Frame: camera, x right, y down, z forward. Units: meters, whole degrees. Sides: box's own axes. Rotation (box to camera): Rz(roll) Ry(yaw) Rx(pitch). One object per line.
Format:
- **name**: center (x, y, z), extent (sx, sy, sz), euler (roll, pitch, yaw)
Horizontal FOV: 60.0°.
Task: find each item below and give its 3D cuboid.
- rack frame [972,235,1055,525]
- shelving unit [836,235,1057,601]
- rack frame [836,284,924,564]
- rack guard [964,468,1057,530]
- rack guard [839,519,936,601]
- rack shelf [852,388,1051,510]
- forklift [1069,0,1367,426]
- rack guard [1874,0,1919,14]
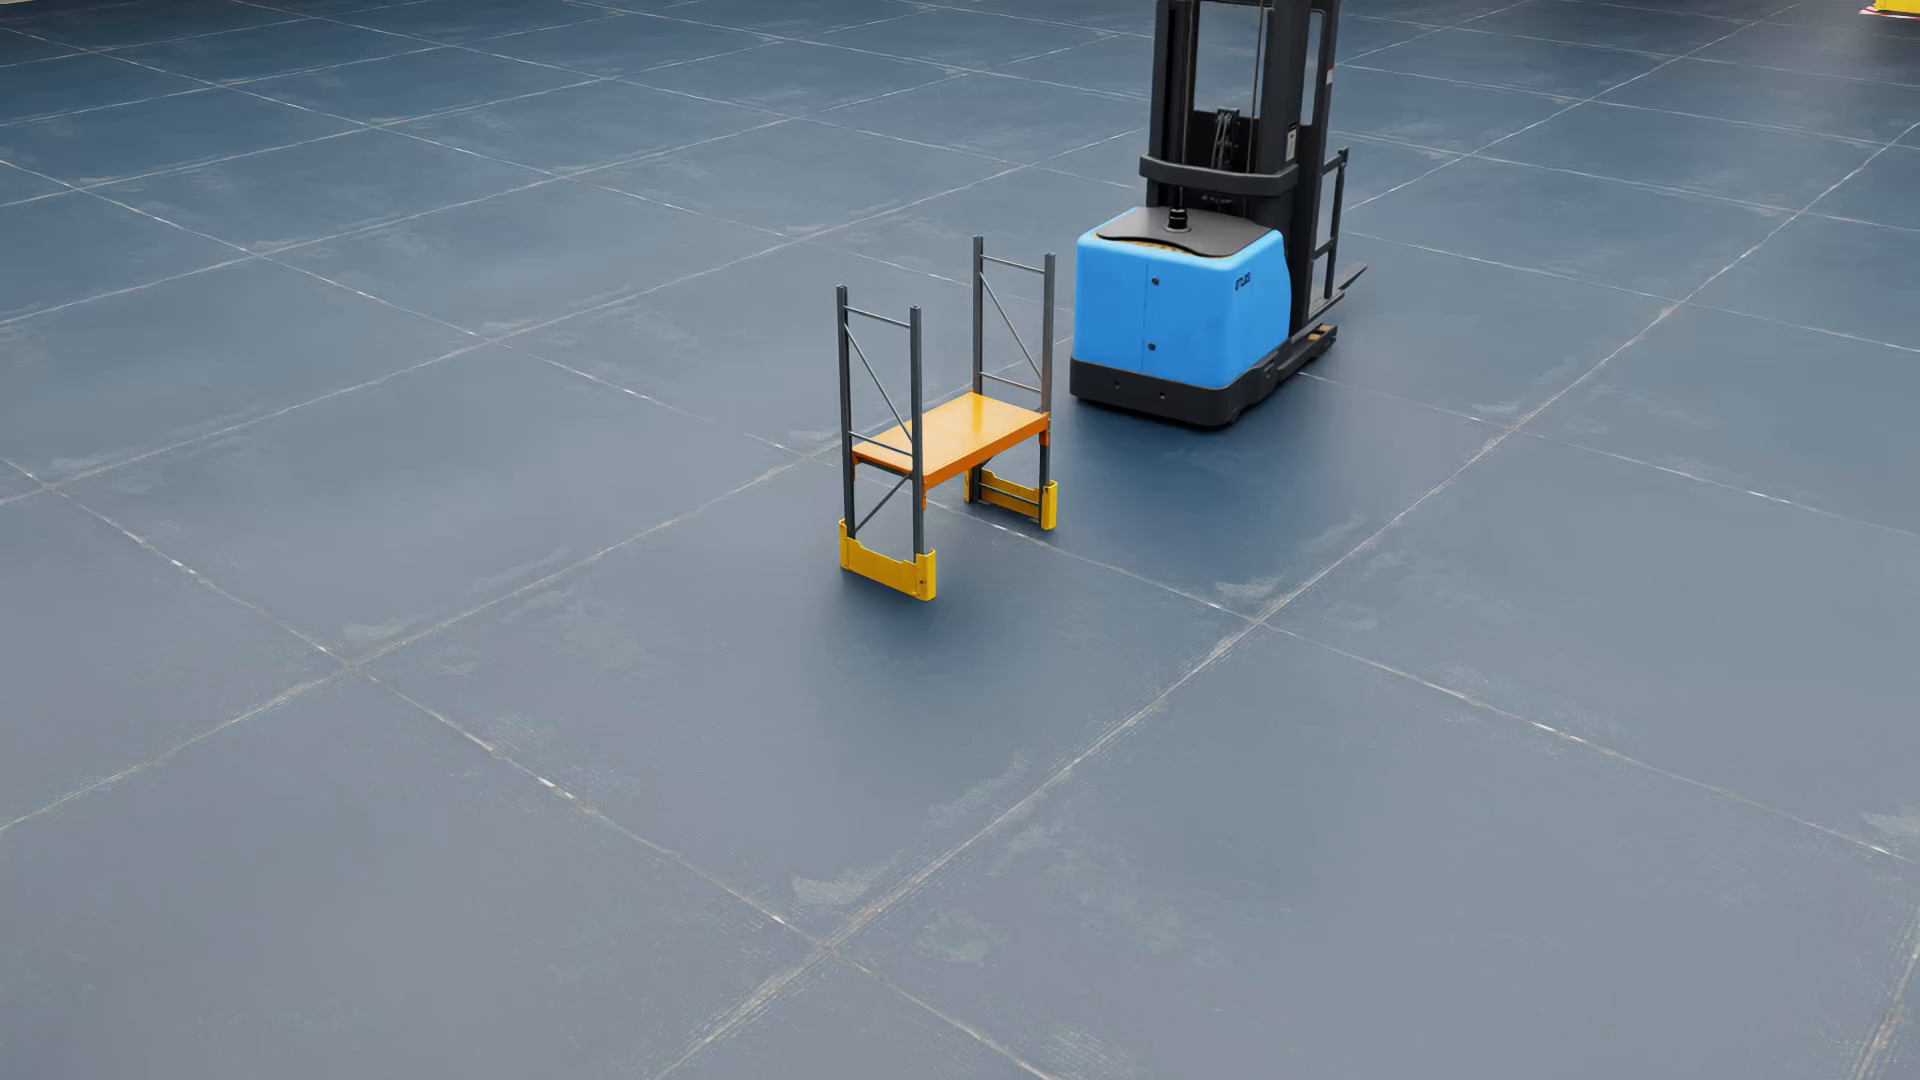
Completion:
- **rack frame**: center (0.269, -0.816, 8.695), extent (0.500, 1.500, 0.032), euler (21, 34, 34)
- **shelving unit**: center (-0.048, -0.639, 8.353), extent (0.587, 1.500, 1.083), euler (21, 34, 34)
- **rack frame**: center (-0.378, -0.456, 7.999), extent (0.500, 1.500, 0.032), euler (21, 34, 34)
- **rack guard**: center (0.268, -0.261, 8.982), extent (0.587, 0.250, 0.087), euler (21, 34, 34)
- **rack guard**: center (-0.365, 0.093, 8.299), extent (0.587, 0.250, 0.087), euler (21, 34, 34)
- **rack shelf**: center (-0.054, -0.476, 8.430), extent (0.538, 0.185, 1.000), euler (21, 34, 34)
- **forklift**: center (1.891, -2.612, 10.609), extent (1.130, 2.935, 3.031), euler (16, 31, 28)
- **rack guard**: center (13.114, -7.418, 22.546), extent (1.175, 0.500, 0.348), euler (21, 34, 34)
